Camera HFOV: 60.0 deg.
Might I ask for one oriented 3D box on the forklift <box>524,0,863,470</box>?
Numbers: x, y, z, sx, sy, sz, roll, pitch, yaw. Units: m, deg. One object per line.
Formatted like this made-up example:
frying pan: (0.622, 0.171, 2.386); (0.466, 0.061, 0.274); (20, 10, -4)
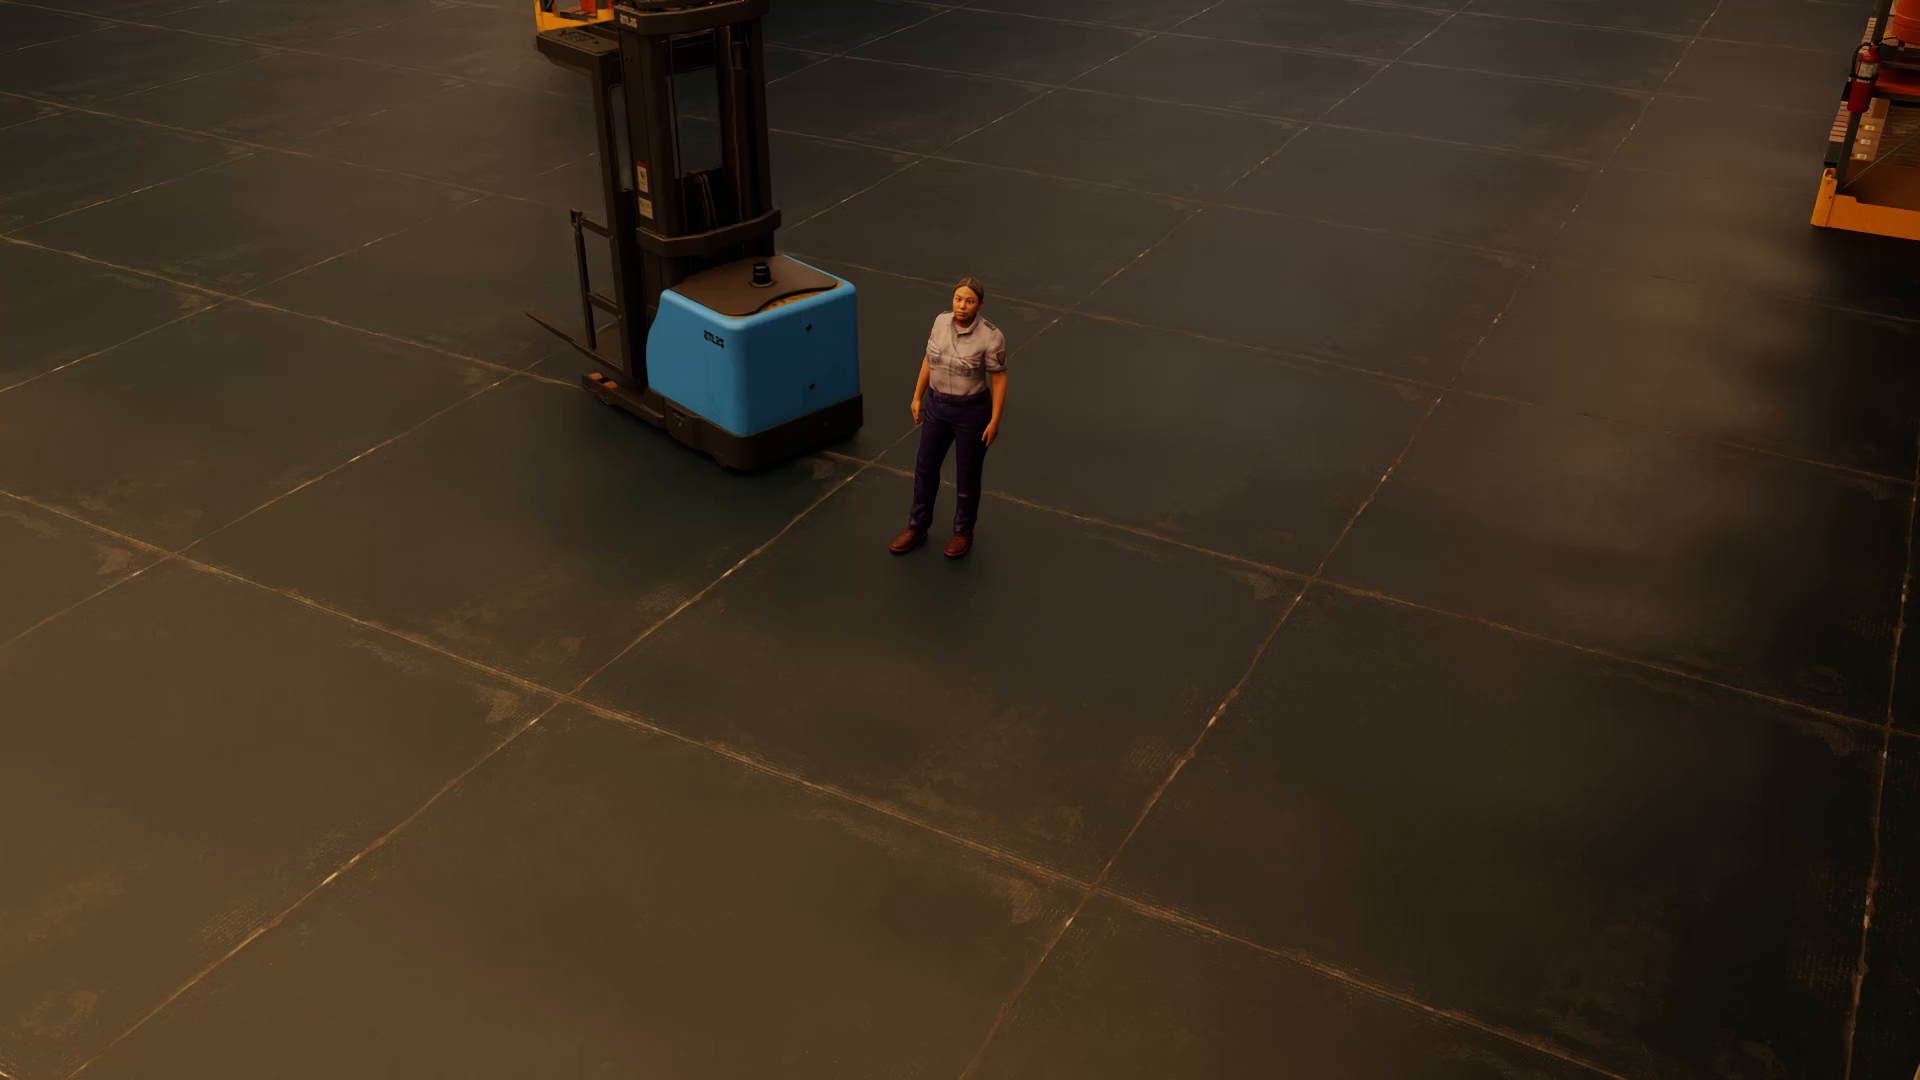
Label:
forklift: (-2.020, -2.365, 11.169); (1.130, 2.935, 3.031); (-25, 38, -36)

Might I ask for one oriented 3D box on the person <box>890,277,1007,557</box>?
person: (-0.063, -0.686, 9.529); (0.599, 1.650, 0.503); (15, 33, 25)
